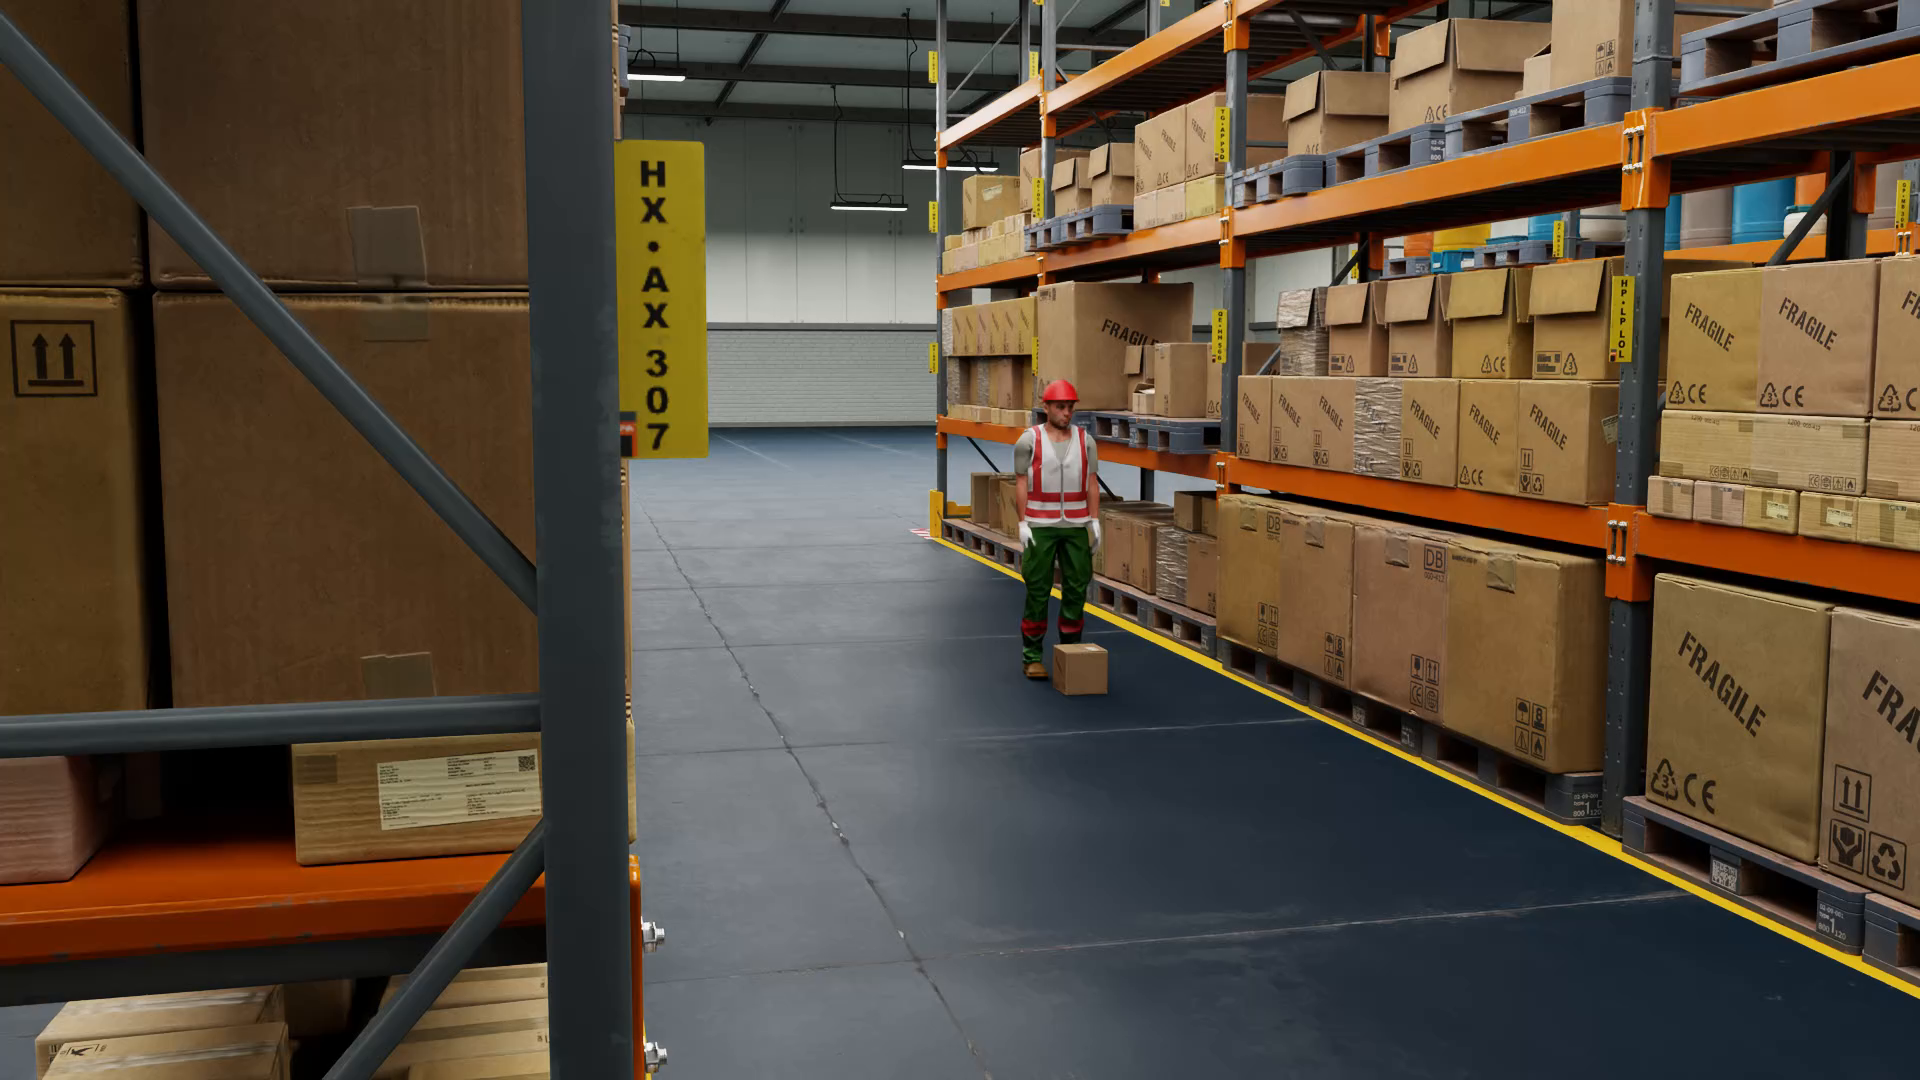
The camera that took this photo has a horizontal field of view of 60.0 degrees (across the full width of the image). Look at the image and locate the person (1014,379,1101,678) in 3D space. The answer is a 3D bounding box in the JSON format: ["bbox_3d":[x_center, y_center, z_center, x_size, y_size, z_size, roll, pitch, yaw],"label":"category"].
[{"bbox_3d":[0.588,-0.068,9.955,0.526,1.782,0.341,-1,6,-13],"label":"person"}]
